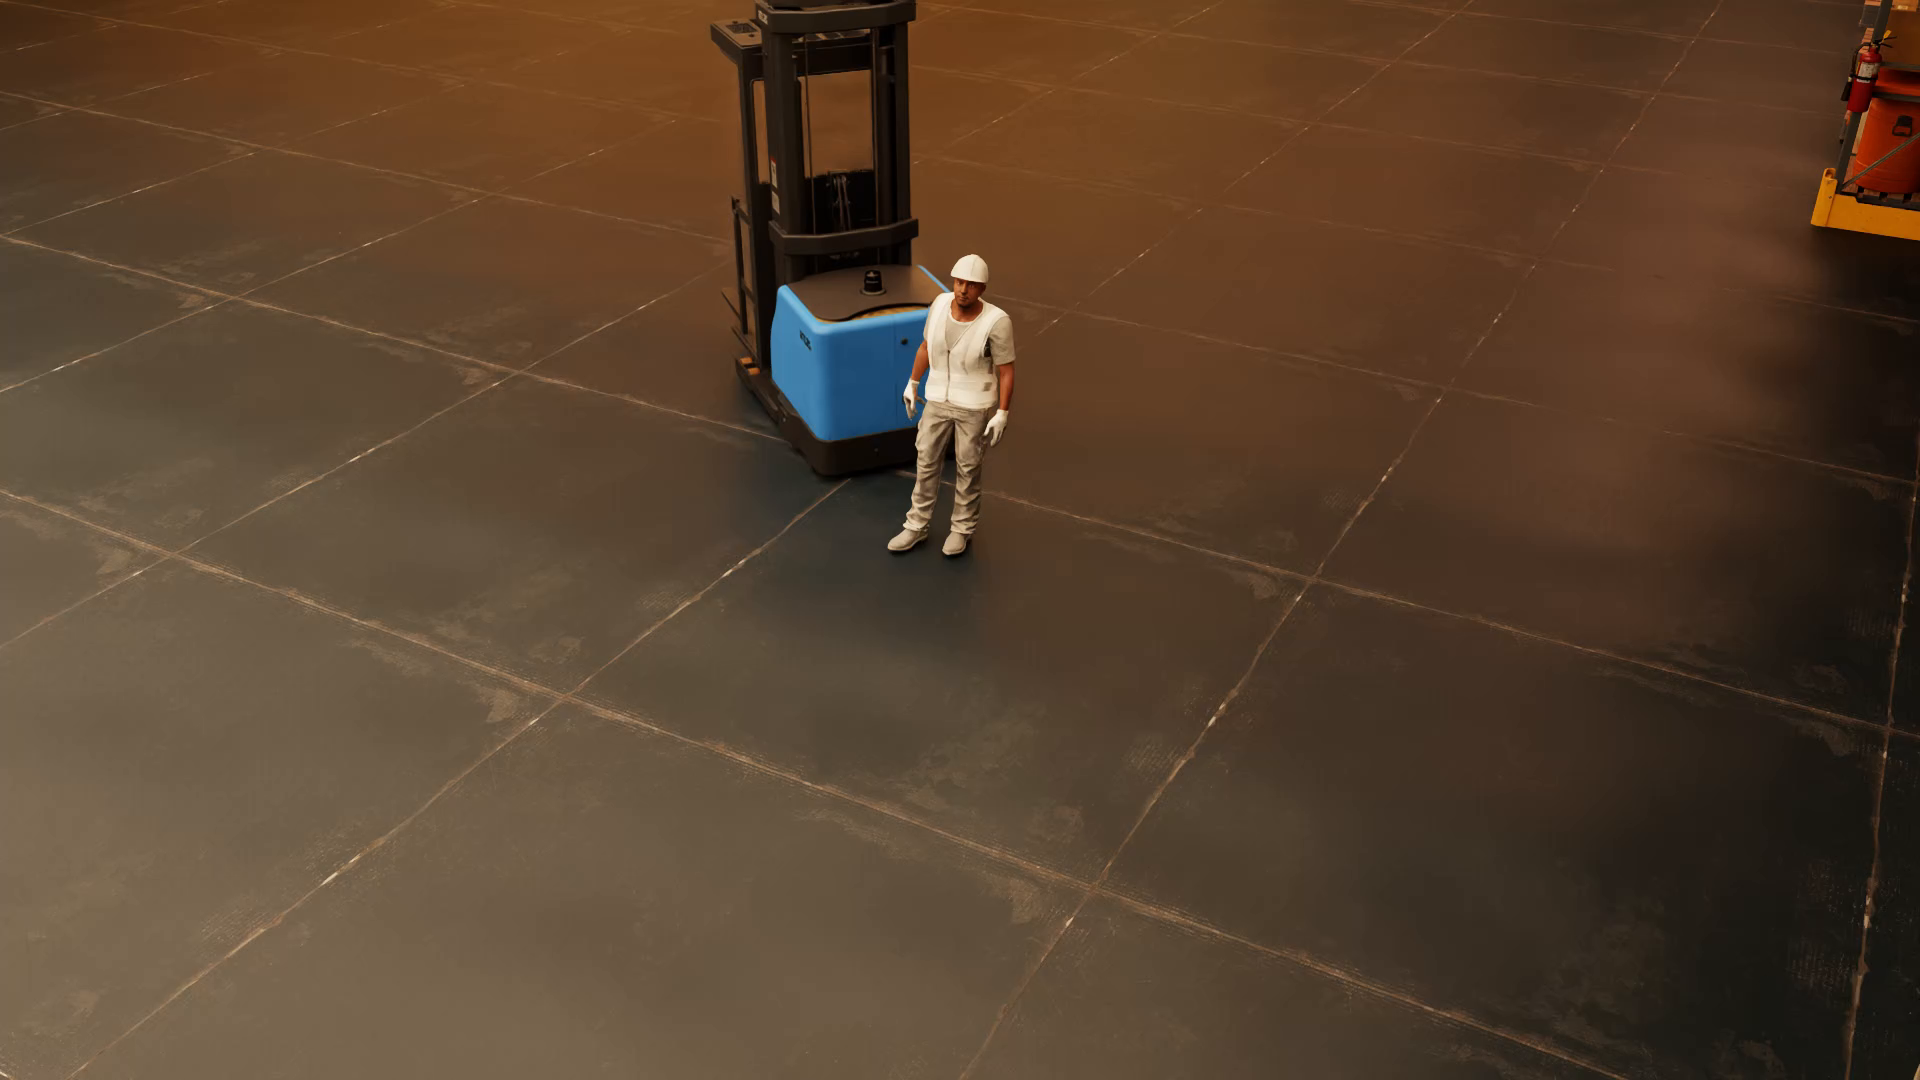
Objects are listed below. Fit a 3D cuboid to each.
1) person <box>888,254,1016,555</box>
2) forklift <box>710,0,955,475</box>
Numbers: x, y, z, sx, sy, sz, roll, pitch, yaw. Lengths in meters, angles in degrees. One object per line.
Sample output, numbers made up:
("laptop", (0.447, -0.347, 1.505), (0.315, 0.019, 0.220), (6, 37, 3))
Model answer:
("person", (-0.043, -0.749, 9.503), (0.657, 1.783, 0.576), (15, 33, 25))
("forklift", (-0.973, -2.402, 11.232), (1.130, 2.935, 3.031), (-12, 32, -19))
